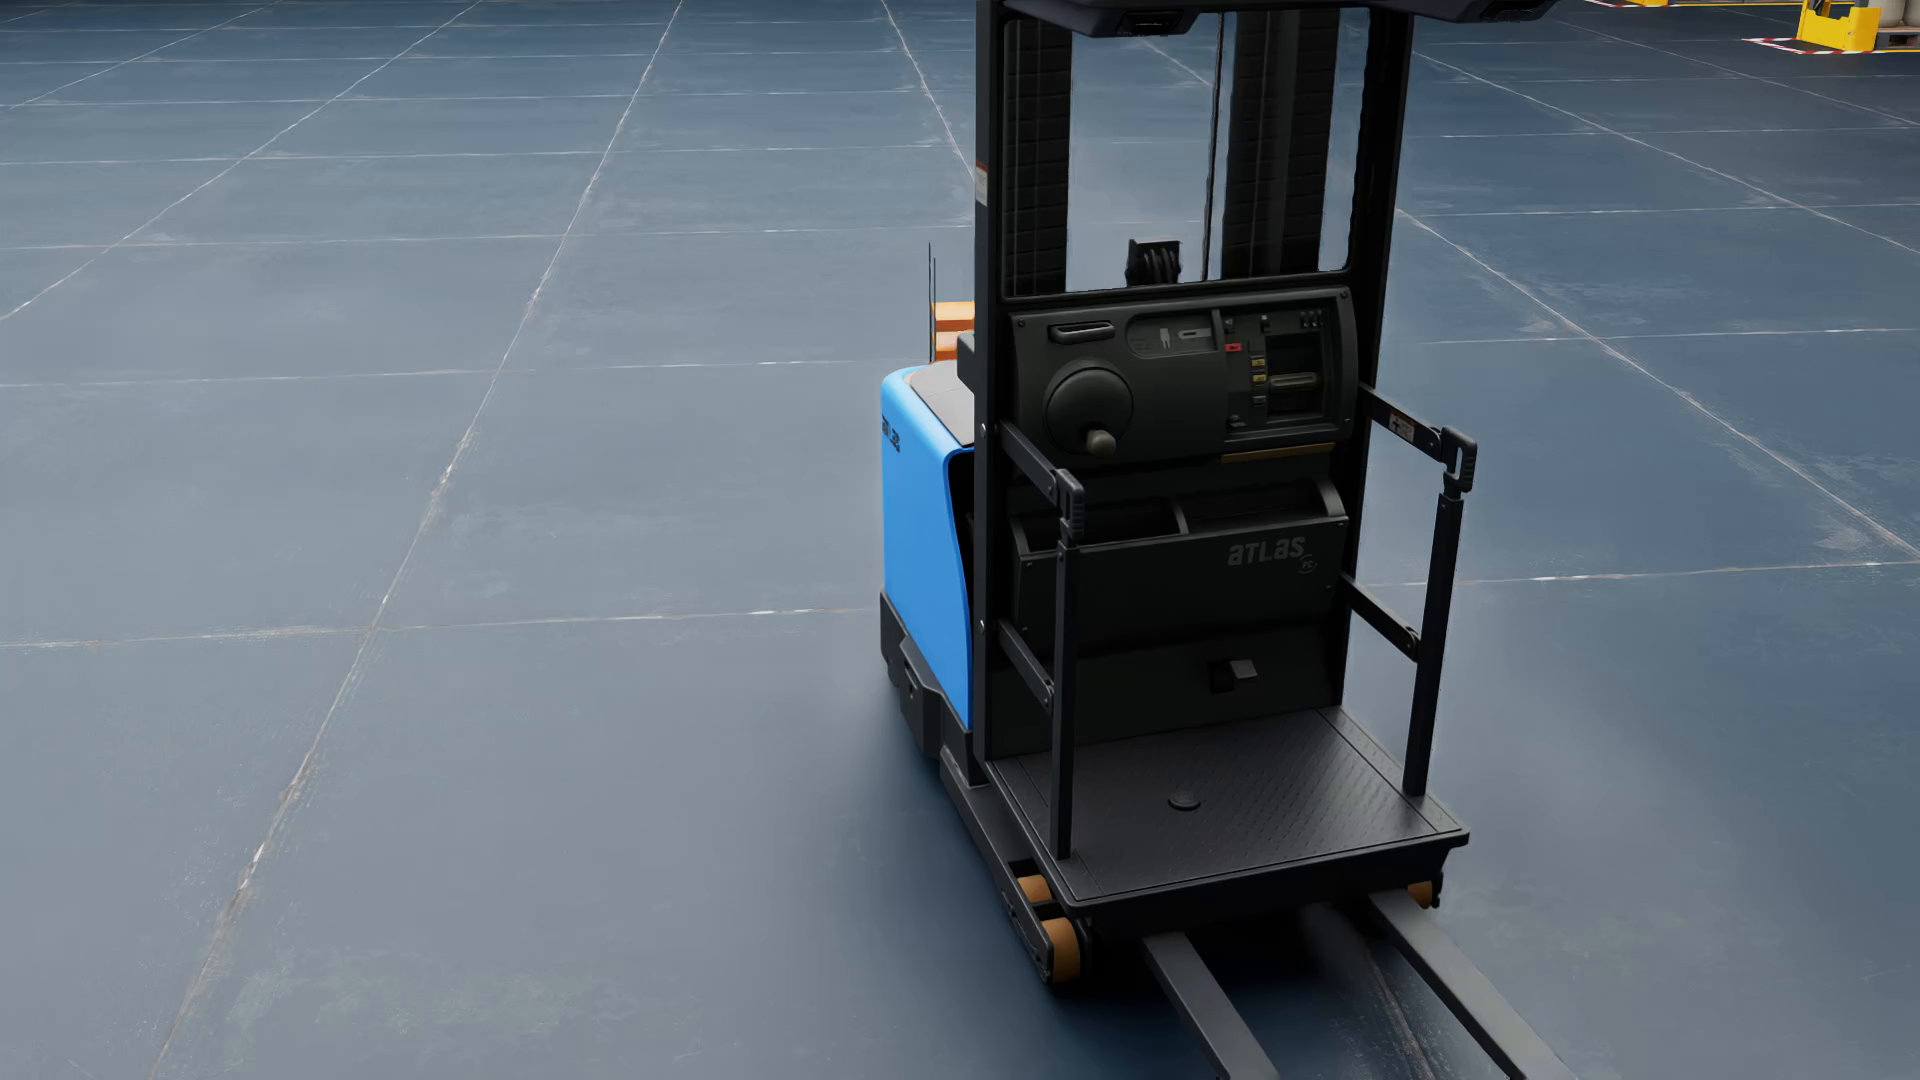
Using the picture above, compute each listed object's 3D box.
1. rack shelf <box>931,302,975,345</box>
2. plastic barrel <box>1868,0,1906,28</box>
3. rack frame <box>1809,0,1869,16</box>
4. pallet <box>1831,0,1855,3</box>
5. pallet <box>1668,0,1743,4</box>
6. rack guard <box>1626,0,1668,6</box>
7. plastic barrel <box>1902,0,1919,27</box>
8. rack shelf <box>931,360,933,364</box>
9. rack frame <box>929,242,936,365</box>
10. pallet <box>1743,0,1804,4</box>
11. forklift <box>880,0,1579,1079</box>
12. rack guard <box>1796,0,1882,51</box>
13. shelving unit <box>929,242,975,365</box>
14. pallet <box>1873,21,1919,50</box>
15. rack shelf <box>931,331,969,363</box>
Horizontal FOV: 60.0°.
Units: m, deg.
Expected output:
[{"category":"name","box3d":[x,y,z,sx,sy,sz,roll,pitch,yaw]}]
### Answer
[{"category":"rack shelf","box3d":[-0.014,-0.836,6.377,0.180,0.103,0.258,-2,24,-5]},{"category":"plastic barrel","box3d":[11.328,-6.556,20.352,0.421,0.512,0.421,0,24,0]},{"category":"rack frame","box3d":[10.681,-7.444,19.804,0.127,3.000,1.000,-2,24,-5]},{"category":"pallet","box3d":[13.383,-8.317,25.201,1.213,0.211,1.003,-2,24,-5]},{"category":"pallet","box3d":[10.955,-8.219,24.982,1.213,0.211,1.003,-2,24,-5]},{"category":"rack guard","box3d":[10.174,-8.303,24.814,0.348,0.500,1.175,-2,24,-5]},{"category":"plastic barrel","box3d":[11.827,-6.576,20.397,0.421,0.512,0.421,0,24,0]},{"category":"rack shelf","box3d":[-0.014,-0.617,6.474,0.180,0.103,0.258,-2,24,-5]},{"category":"rack frame","box3d":[-0.105,-0.544,6.497,0.006,1.200,0.240,-2,24,-5]},{"category":"pallet","box3d":[12.166,-8.267,25.088,1.213,0.211,1.003,-2,24,-5]},{"category":"forklift","box3d":[0.643,-0.394,4.028,1.130,2.935,3.031,-7,25,-15]},{"category":"rack guard","box3d":[10.752,-6.323,20.361,0.348,0.500,1.175,-2,24,-5]},{"category":"shelving unit","box3d":[-0.014,-0.548,6.505,0.189,1.200,0.258,-2,24,-5]},{"category":"pallet","box3d":[11.561,-6.222,20.488,1.213,0.211,1.003,-2,24,-5]},{"category":"rack shelf","box3d":[-0.014,-0.726,6.426,0.180,0.103,0.258,-2,24,-5]}]
